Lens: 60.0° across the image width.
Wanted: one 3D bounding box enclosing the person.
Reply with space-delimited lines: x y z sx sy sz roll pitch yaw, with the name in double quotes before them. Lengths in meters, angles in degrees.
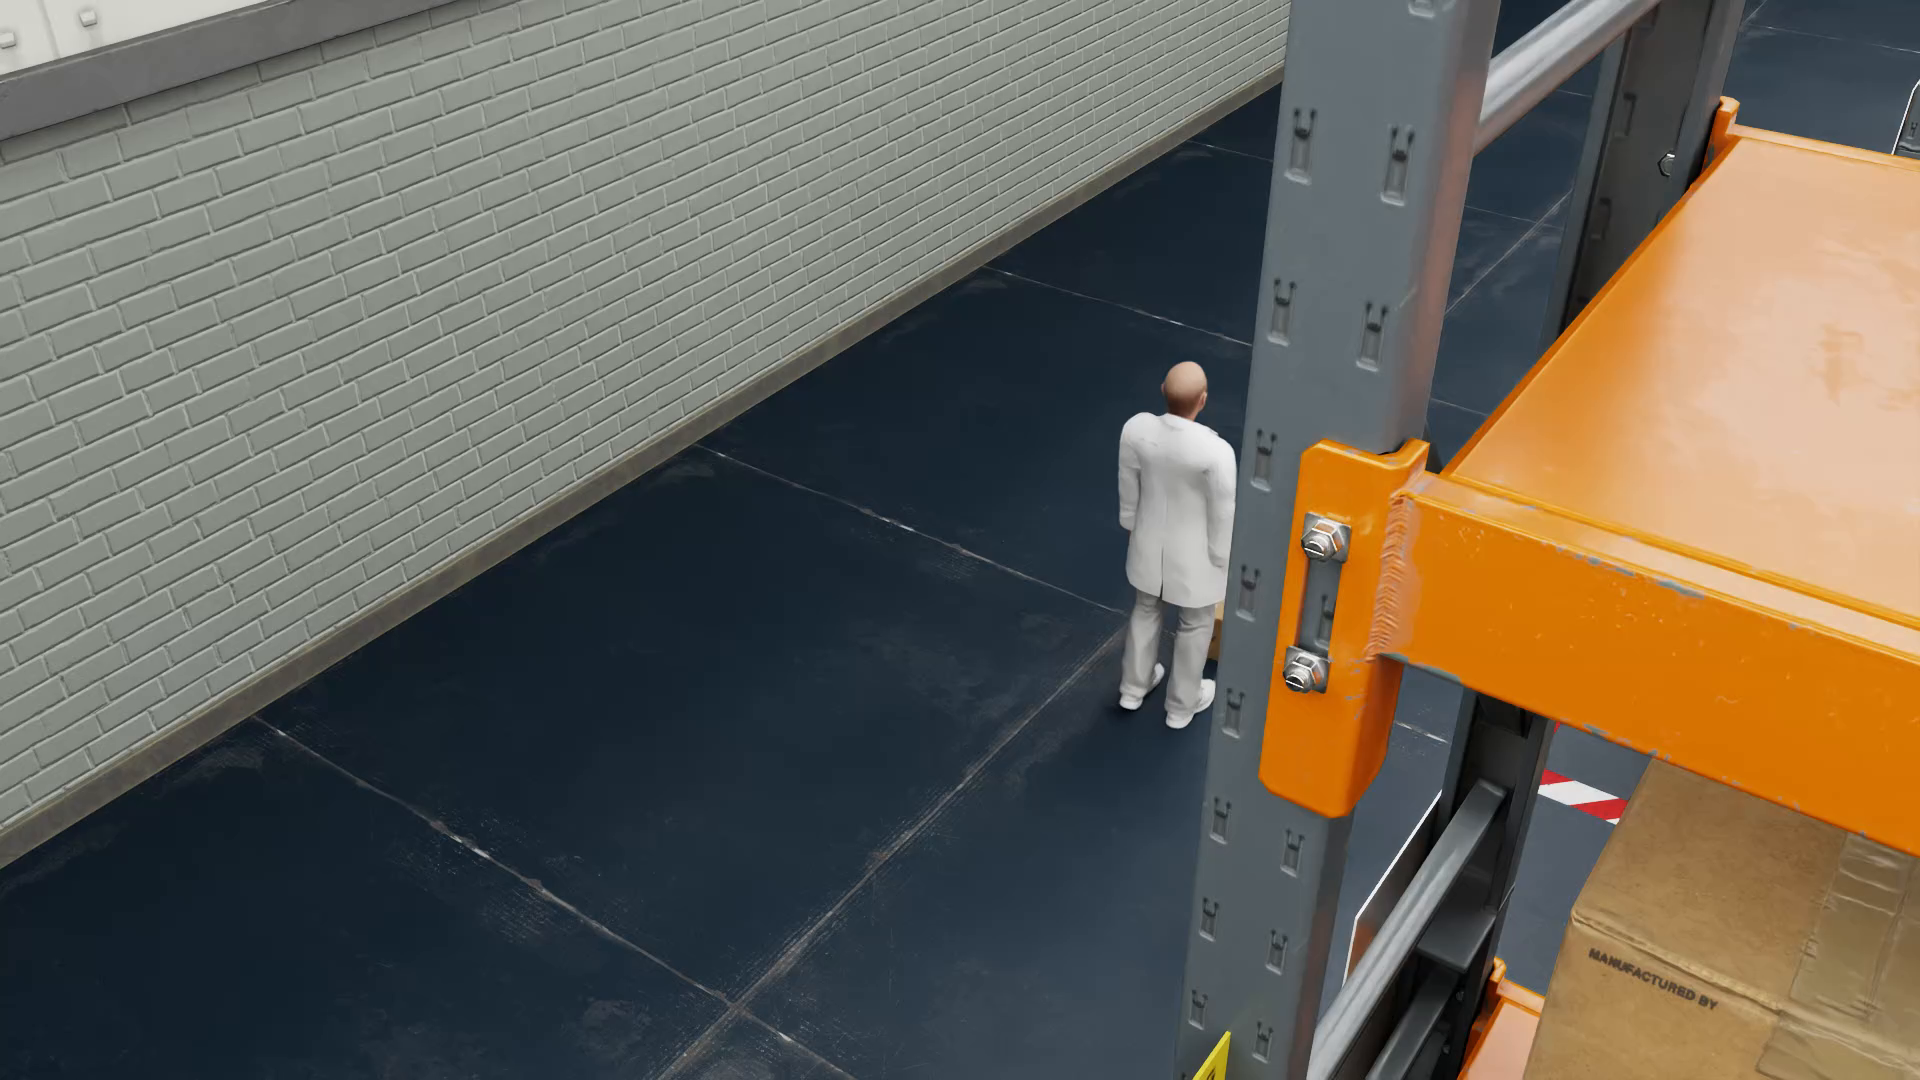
"person" 0.949 0.011 7.331 0.562 1.784 0.388 22 40 29
